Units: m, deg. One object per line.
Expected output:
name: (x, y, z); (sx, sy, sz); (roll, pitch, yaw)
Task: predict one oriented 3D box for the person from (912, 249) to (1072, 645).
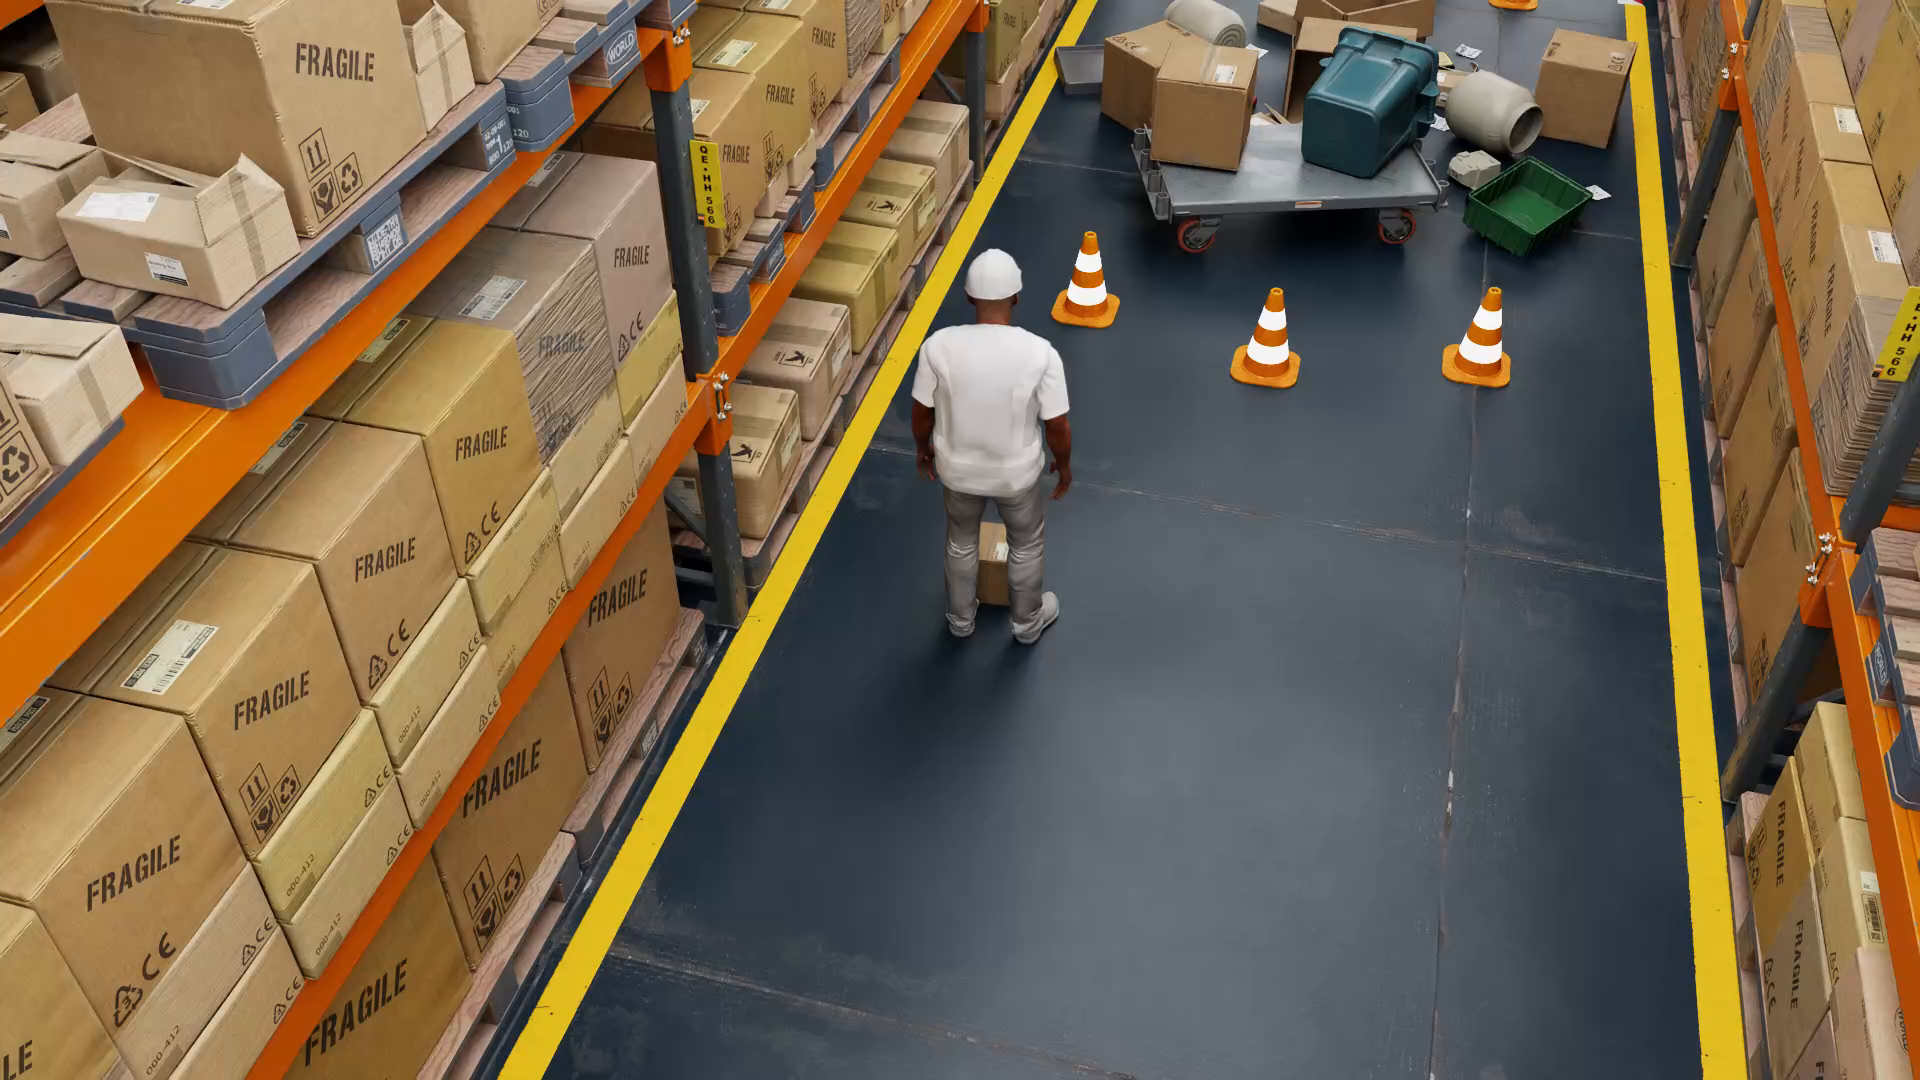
person: (0.129, -0.321, 6.519); (0.627, 1.757, 0.461); (8, 41, 9)
